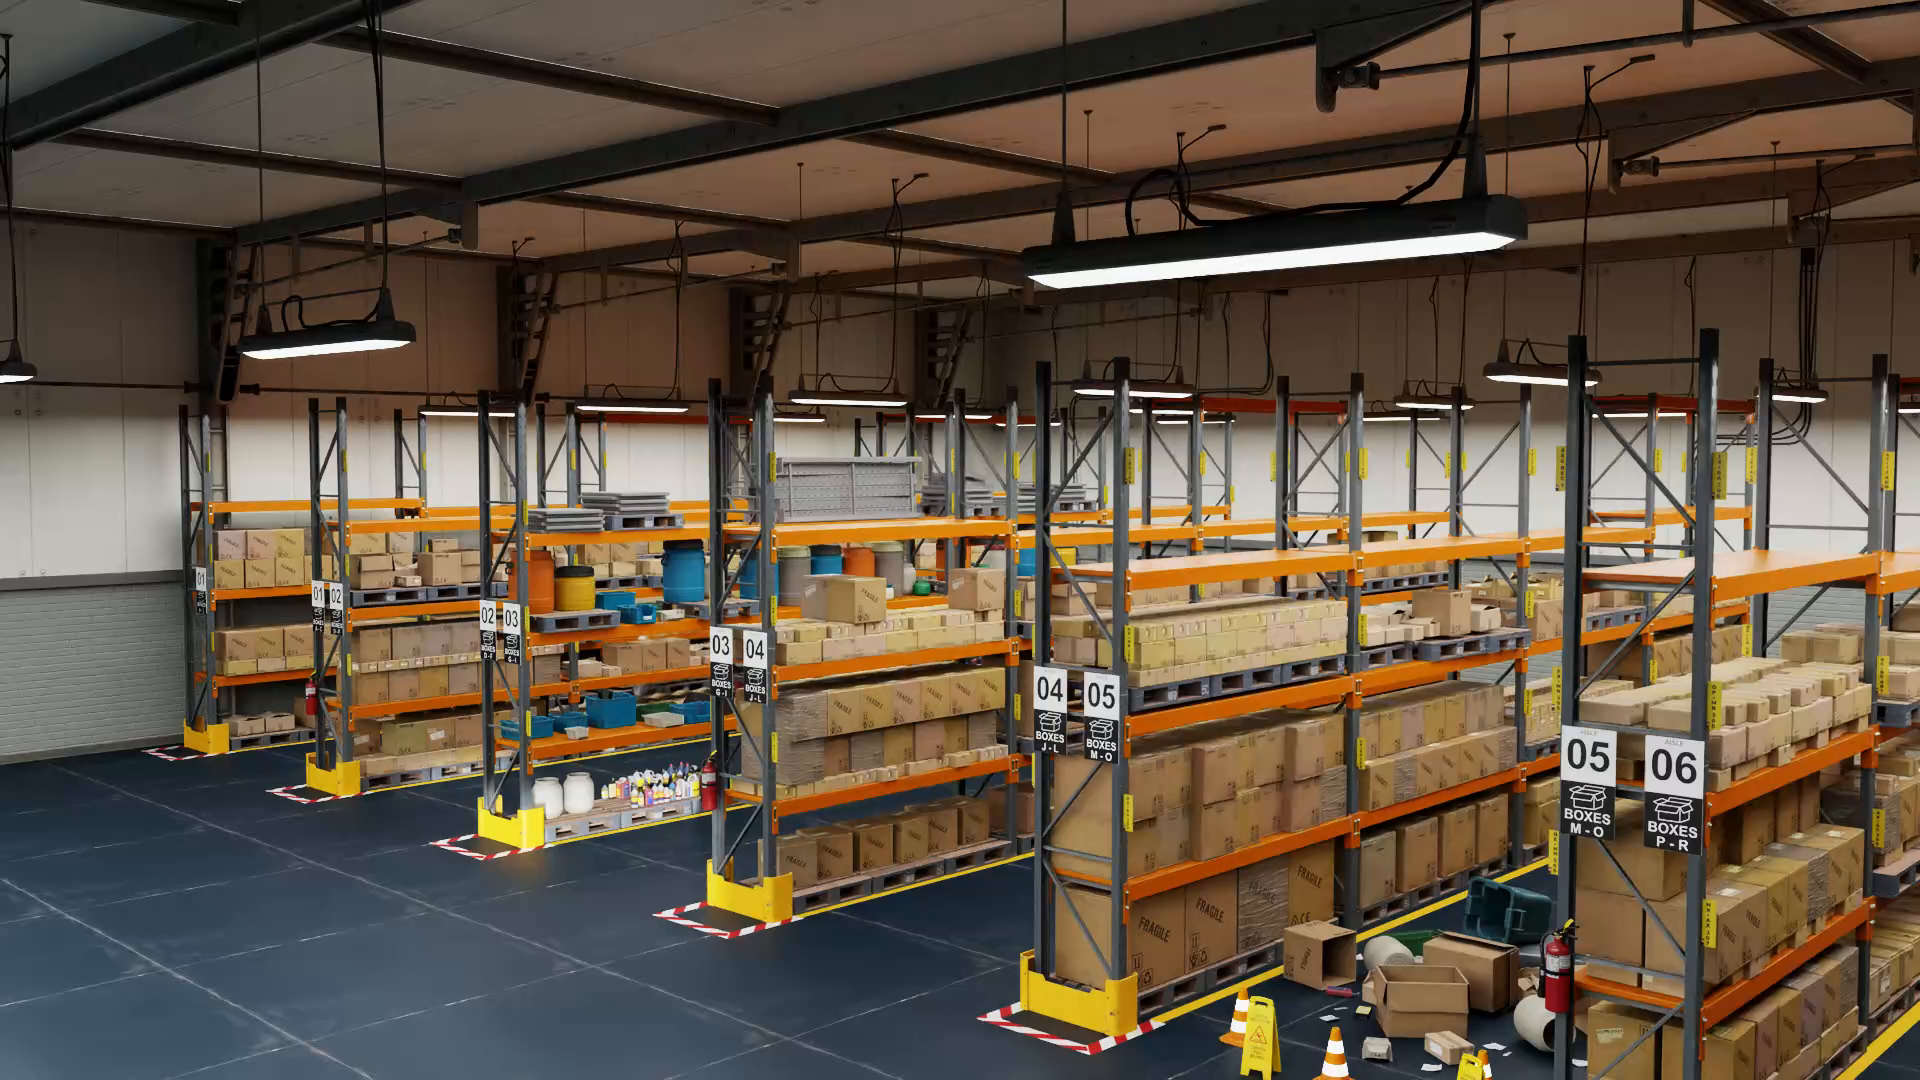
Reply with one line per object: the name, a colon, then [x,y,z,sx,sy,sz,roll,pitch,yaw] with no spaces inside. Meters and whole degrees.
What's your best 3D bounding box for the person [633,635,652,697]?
person: [-6.010,2.651,31.368,0.683,1.732,0.612,2,4,36]
